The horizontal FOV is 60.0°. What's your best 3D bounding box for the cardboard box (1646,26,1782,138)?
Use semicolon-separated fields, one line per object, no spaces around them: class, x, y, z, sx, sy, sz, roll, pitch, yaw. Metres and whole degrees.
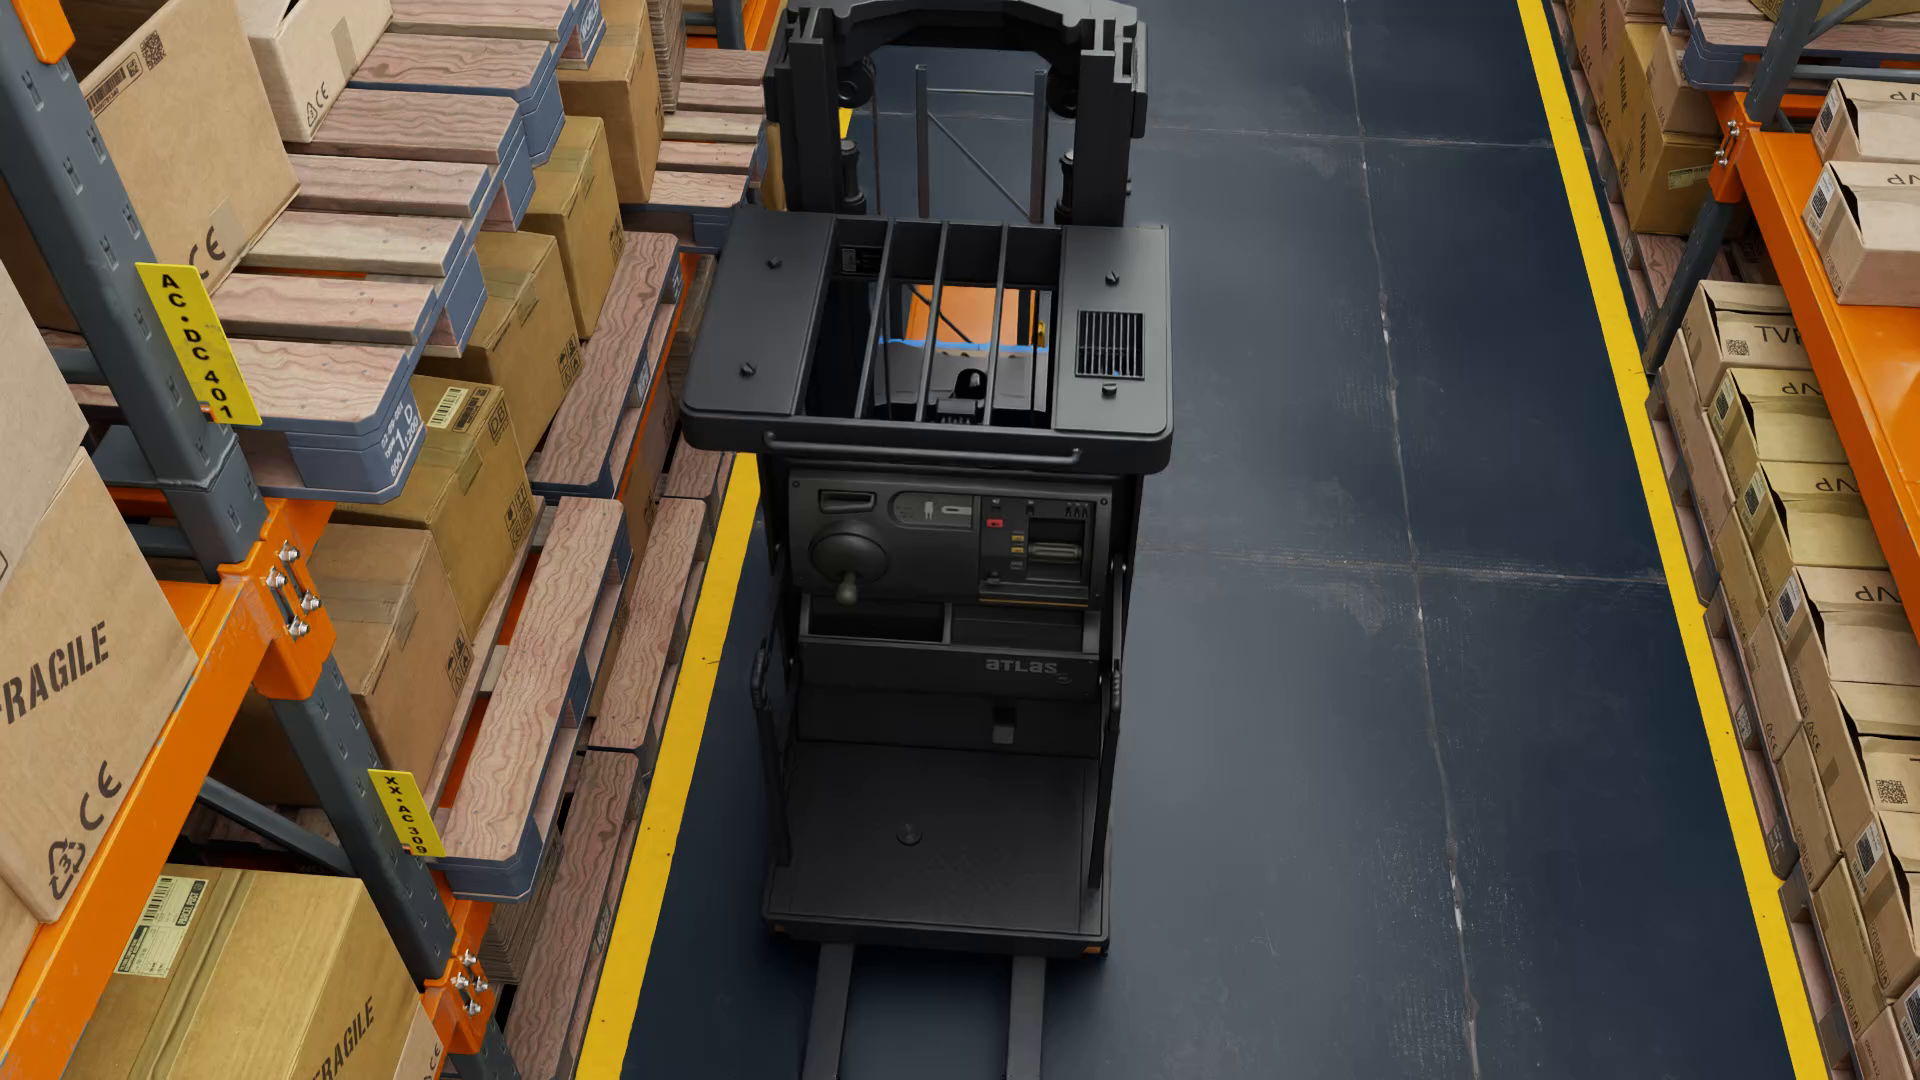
cardboard box;3.416;-2.058;7.487;0.500;0.250;0.500;6;48;5

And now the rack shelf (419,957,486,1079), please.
rack shelf;-1.917;2.566;2.858;1.077;0.370;4.000;4;48;4

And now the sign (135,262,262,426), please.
sign;-1.194;-0.302;2.610;0.100;0.325;0.005;4;48;4

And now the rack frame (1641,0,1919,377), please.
rack frame;3.563;-1.755;6.323;1.000;3.000;0.127;4;48;4

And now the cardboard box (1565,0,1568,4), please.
cardboard box;3.603;-3.268;9.102;0.500;0.500;0.500;4;48;4

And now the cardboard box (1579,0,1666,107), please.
cardboard box;3.504;-2.529;8.426;0.500;0.500;0.500;2;48;2

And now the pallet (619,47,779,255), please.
pallet;-1.329;-1.490;6.210;1.213;0.211;1.003;4;48;4

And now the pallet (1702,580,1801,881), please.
pallet;3.336;0.682;5.983;1.003;0.211;1.213;4;48;4

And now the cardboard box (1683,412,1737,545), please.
cardboard box;3.178;-0.234;6.510;0.500;0.250;0.500;3;48;2

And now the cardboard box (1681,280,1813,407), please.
cardboard box;3.223;-0.793;6.641;0.500;0.311;0.500;5;48;5

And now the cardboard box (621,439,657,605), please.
cardboard box;-1.564;-0.120;6.223;0.700;0.500;0.500;4;48;3

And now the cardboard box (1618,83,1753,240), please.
cardboard box;3.415;-1.763;7.726;0.500;0.500;0.500;6;48;5

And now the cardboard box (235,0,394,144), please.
cardboard box;-1.549;-1.119;3.484;0.500;0.311;0.500;5;48;5

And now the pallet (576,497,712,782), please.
pallet;-1.557;0.324;6.311;1.003;0.211;1.213;4;48;4

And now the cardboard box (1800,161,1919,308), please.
cardboard box;3.289;-1.081;5.766;0.500;0.311;0.500;3;48;3

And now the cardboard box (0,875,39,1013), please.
cardboard box;-1.593;0.559;2.091;0.500;0.500;0.500;0;48;0

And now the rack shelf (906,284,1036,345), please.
rack shelf;0.040;-0.800;6.709;0.538;0.185;1.000;3;48;3

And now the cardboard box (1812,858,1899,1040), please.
cardboard box;2.996;1.275;5.130;0.500;0.250;0.500;3;48;3

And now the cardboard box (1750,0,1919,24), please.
cardboard box;3.508;-2.401;6.561;0.700;0.500;0.500;-11;48;-10

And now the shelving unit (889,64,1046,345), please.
shelving unit;0.041;-0.928;6.582;0.587;1.500;1.083;3;48;3

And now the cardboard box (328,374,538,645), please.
cardboard box;-1.596;-0.110;4.452;0.700;0.500;0.500;8;48;8

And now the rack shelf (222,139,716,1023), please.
rack shelf;-1.553;-0.373;5.546;1.077;0.370;4.000;4;48;4

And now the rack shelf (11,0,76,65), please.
rack shelf;-1.553;-2.263;3.480;1.077;0.370;4.000;4;48;4

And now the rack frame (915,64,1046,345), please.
rack frame;0.080;-1.295;6.918;0.500;1.500;0.032;3;48;3

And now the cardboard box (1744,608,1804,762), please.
cardboard box;3.090;0.525;5.816;0.500;0.250;0.500;5;48;4

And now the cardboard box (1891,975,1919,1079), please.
cardboard box;2.950;1.464;4.577;0.500;0.311;0.500;4;48;4

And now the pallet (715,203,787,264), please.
pallet;-1.223;-1.719;8.179;1.003;0.211;1.213;4;48;4

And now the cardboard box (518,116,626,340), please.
cardboard box;-1.495;-1.005;5.270;0.700;0.500;0.500;4;48;4

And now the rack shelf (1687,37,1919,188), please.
rack shelf;3.745;-2.982;7.932;1.077;0.370;4.000;4;48;4

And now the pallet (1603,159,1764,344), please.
pallet;3.669;-1.360;7.851;1.003;0.211;1.213;4;48;4

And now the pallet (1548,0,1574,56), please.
pallet;3.891;-3.153;9.491;1.003;0.211;1.213;4;48;4

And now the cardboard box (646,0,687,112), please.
cardboard box;-1.403;-1.922;6.109;0.700;0.500;0.500;-1;48;-1

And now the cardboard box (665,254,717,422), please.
cardboard box;-1.384;-0.858;6.898;0.700;0.500;0.500;4;48;4

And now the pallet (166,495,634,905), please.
pallet;-1.520;0.367;4.512;1.003;0.211;1.213;4;48;4

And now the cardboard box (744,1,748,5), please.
cardboard box;-1.078;-2.418;7.086;0.380;0.149;0.250;4;48;4

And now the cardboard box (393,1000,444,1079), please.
cardboard box;-1.476;1.266;3.647;0.500;0.250;0.500;4;48;4

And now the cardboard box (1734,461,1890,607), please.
cardboard box;3.135;-0.032;5.945;0.500;0.311;0.500;3;48;2

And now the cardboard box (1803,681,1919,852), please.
cardboard box;3.039;0.715;5.262;0.500;0.311;0.500;4;48;3

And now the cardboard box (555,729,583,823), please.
cardboard box;-1.687;0.624;5.542;0.700;0.500;0.500;3;48;3

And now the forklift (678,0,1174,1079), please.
forklift;-0.046;0.110;4.663;1.130;2.935;3.031;3;48;3

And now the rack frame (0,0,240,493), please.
rack frame;-1.735;-1.171;1.723;1.000;3.000;0.127;4;48;4

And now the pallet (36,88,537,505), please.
pallet;-1.572;-0.542;3.307;1.213;0.211;1.003;4;48;4

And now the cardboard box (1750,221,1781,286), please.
cardboard box;3.889;-1.375;7.371;0.500;0.500;0.500;6;48;5
